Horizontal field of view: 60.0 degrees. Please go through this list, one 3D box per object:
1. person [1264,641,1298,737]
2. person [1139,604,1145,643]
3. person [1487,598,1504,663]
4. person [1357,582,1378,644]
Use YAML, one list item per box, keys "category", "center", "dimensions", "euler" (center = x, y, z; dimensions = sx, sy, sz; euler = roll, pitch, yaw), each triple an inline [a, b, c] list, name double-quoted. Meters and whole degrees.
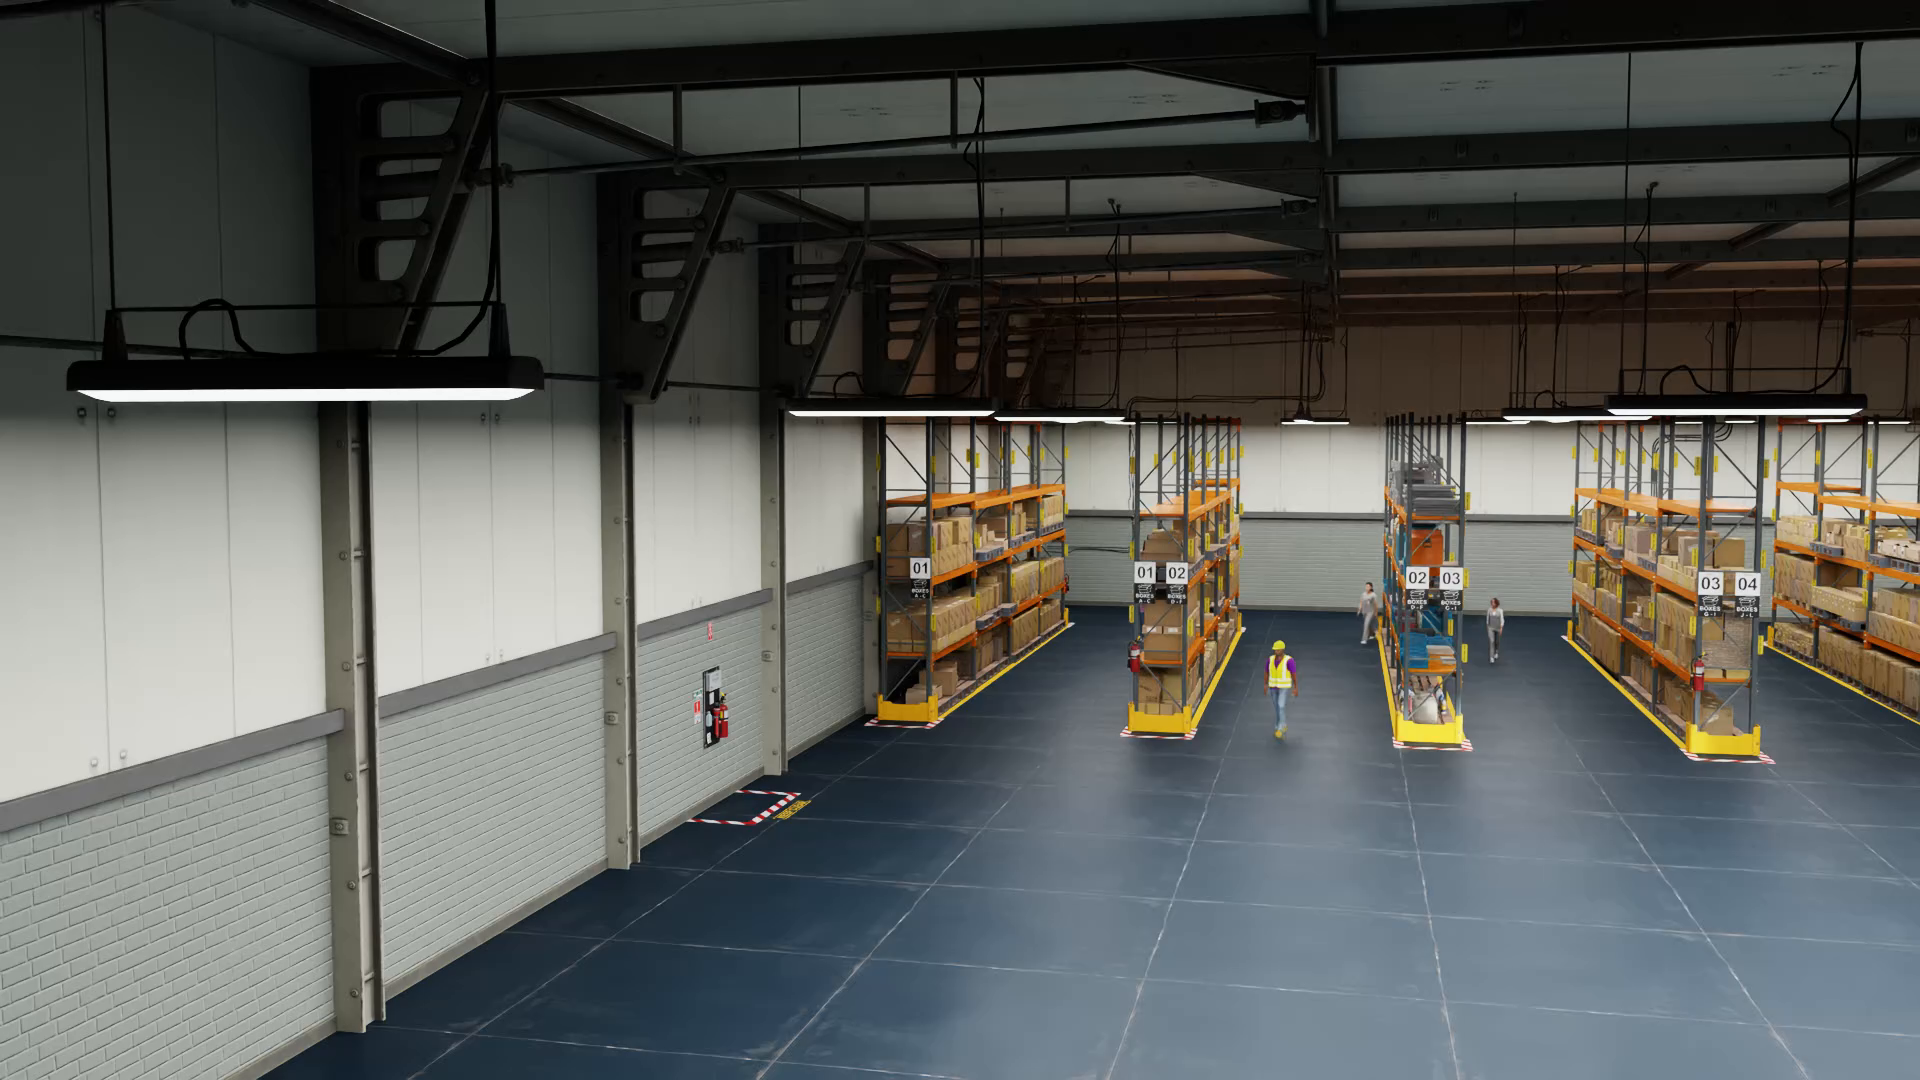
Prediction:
- category: "person"
  center: [5.900, 2.741, 30.878]
  dimensions: [0.611, 1.726, 0.894]
  euler: [3, 5, 40]
- category: "person"
  center: [4.967, 1.981, 44.316]
  dimensions: [0.418, 1.439, 0.972]
  euler: [1, 4, 12]
- category: "person"
  center: [13.067, 2.182, 40.591]
  dimensions: [0.389, 1.539, 0.972]
  euler: [1, 4, 13]
- category: "person"
  center: [10.826, 1.922, 44.015]
  dimensions: [0.466, 1.615, 1.071]
  euler: [3, 5, 41]
